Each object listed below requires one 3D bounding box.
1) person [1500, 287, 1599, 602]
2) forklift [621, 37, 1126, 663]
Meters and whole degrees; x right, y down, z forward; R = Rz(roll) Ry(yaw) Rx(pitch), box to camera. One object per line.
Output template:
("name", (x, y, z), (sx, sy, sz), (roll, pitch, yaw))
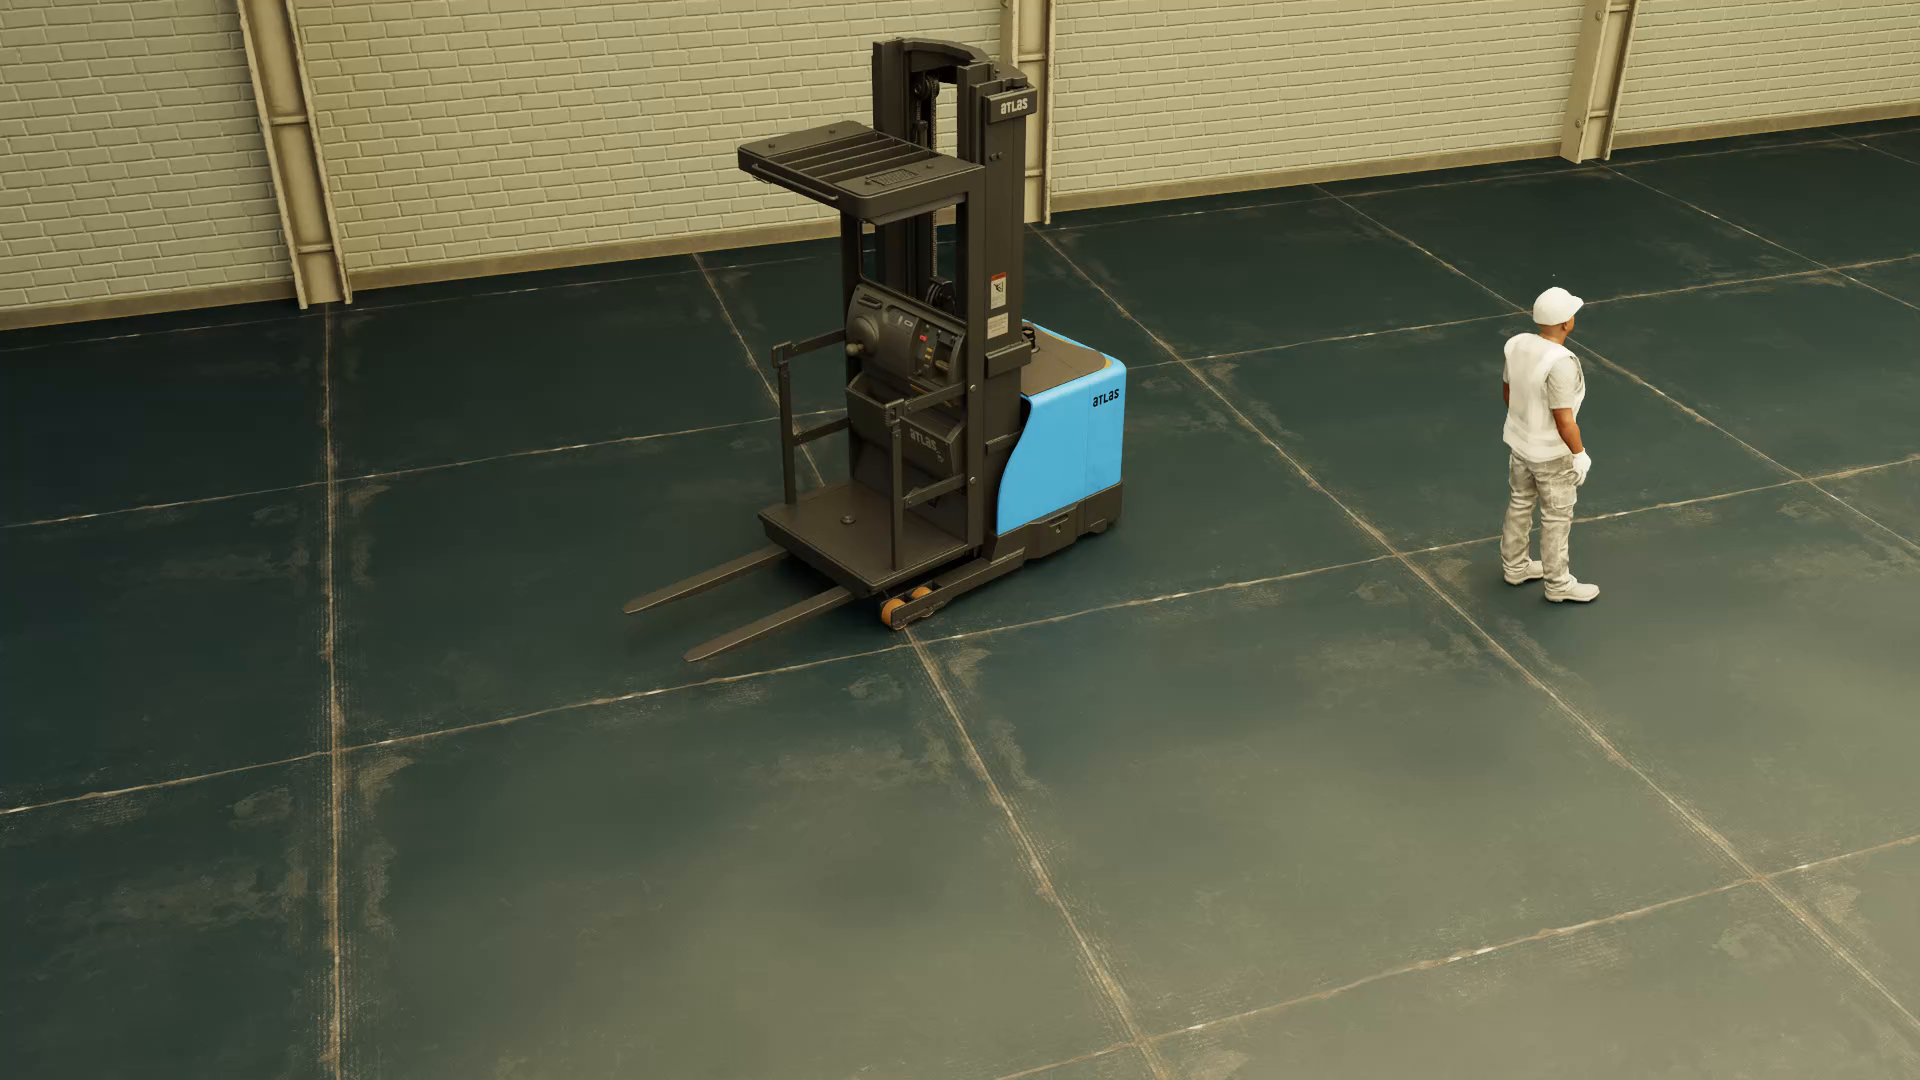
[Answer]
("person", (3.275, -0.542, 9.166), (0.577, 1.782, 0.656), (-8, 31, -14))
("forklift", (-0.461, -1.072, 8.951), (3.031, 2.935, 1.130), (-23, 37, -34))
